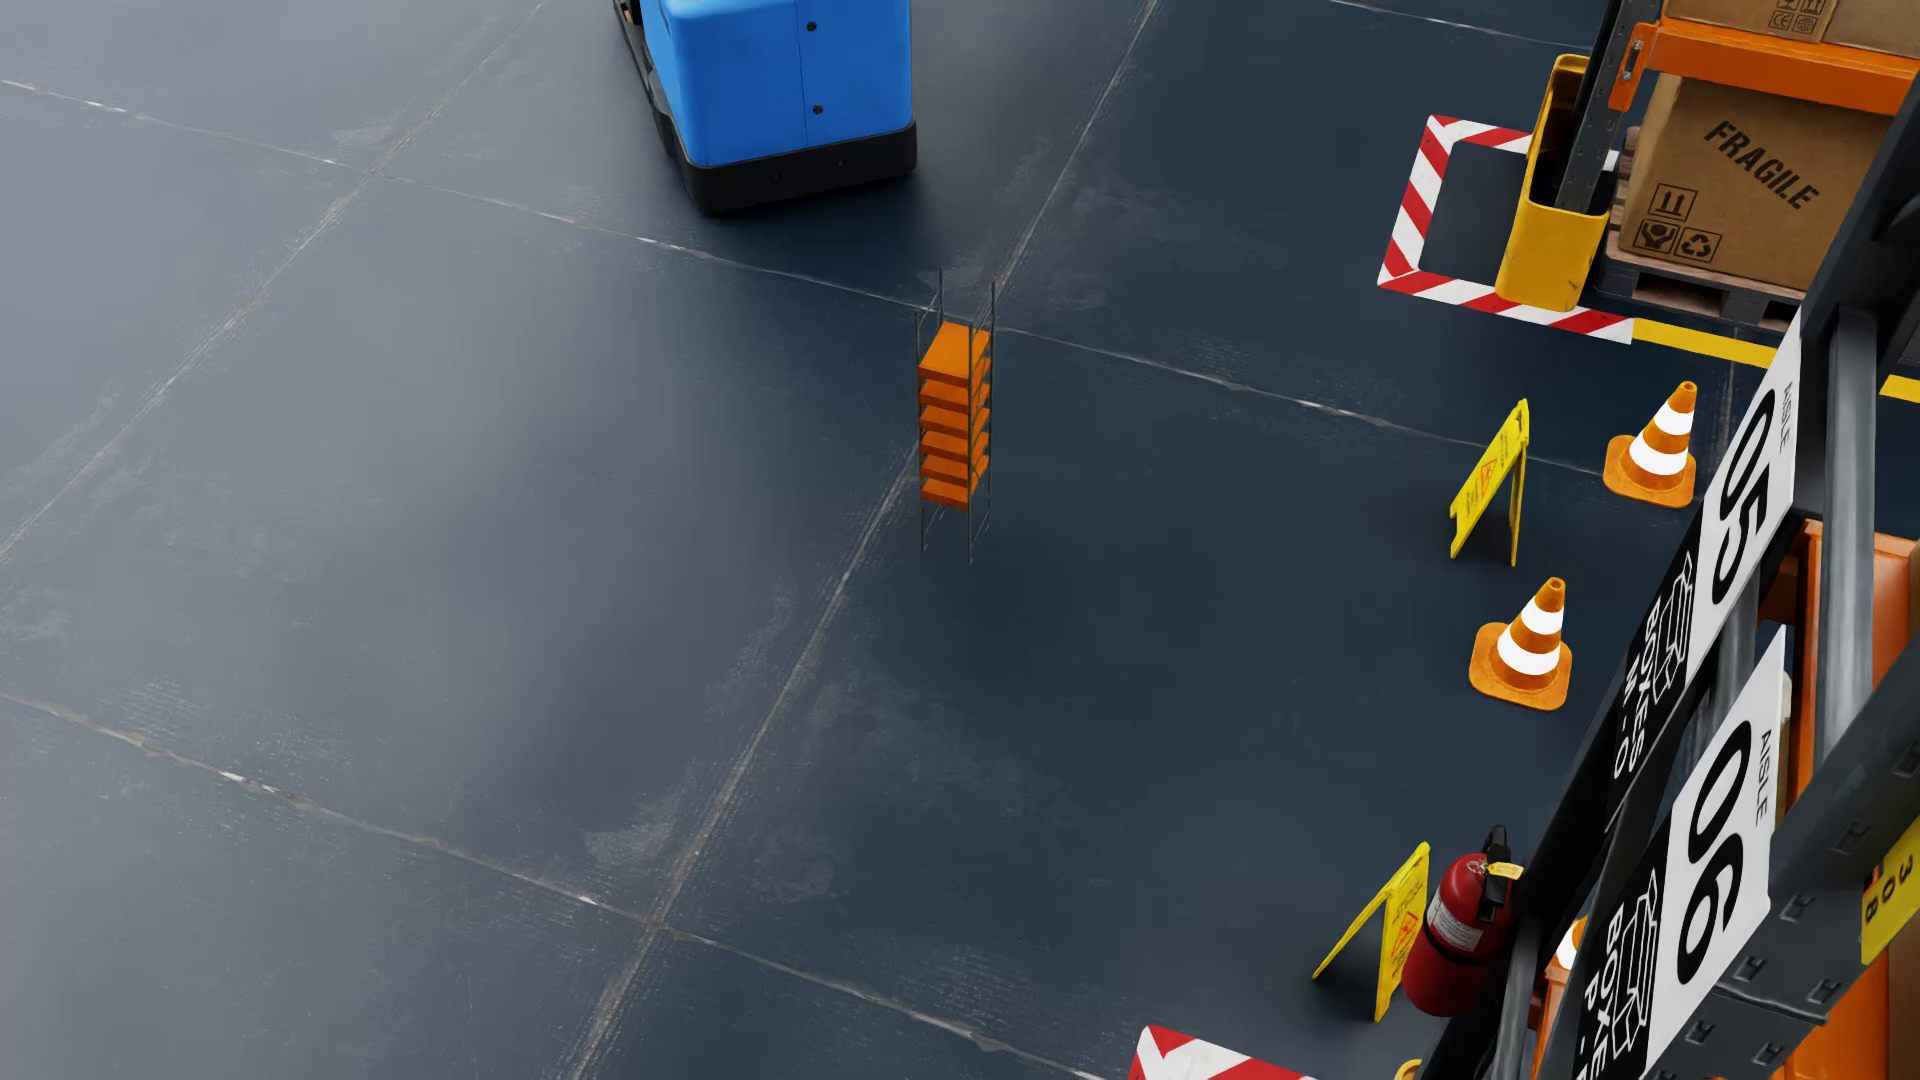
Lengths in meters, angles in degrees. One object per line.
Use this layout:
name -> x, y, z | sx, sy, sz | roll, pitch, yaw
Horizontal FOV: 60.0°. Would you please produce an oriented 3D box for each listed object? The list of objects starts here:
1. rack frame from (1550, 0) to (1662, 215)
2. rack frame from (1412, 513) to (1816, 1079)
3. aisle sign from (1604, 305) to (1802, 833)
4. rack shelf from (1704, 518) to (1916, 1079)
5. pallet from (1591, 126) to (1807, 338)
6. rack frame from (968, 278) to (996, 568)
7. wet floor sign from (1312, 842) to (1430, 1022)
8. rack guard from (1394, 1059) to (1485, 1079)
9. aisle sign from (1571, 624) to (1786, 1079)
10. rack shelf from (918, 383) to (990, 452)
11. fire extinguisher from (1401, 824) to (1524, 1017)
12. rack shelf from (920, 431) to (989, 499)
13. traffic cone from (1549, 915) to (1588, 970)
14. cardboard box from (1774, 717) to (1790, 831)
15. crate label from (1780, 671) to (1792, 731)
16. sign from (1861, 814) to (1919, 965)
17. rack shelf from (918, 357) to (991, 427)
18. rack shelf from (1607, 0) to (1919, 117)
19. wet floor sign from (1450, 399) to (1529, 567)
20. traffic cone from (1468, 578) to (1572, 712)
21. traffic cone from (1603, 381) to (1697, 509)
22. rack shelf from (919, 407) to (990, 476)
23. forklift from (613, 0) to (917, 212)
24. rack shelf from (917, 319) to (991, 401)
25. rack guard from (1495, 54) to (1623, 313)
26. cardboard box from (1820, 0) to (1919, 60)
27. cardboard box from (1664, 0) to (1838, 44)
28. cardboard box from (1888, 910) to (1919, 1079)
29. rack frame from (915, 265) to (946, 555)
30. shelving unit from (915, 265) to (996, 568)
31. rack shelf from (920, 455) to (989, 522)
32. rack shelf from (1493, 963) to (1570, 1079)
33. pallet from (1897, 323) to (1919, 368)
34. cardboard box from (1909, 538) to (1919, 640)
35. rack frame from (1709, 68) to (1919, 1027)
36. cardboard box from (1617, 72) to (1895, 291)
rack frame -> 2.678, -2.391, 6.338 | 0.127, 3.000, 1.000 | 16, 51, 13
rack frame -> 1.058, 1.144, 3.274 | 0.127, 3.000, 1.000 | 16, 51, 13
aisle sign -> 1.100, 0.071, 2.483 | 0.004, 0.787, 0.394 | 16, 51, 13
rack shelf -> 2.934, 0.921, 1.958 | 4.000, 0.370, 1.077 | 16, 51, 13
pallet -> 3.456, -1.324, 7.258 | 1.213, 0.211, 1.003 | 16, 51, 13
rack frame -> 0.072, -0.373, 5.779 | 0.006, 1.200, 0.240 | 16, 51, 13
wet floor sign -> 1.250, 1.107, 4.864 | 0.232, 0.644, 0.267 | 33, 57, 25
rack guard -> 1.129, 1.983, 4.201 | 0.348, 0.500, 1.175 | 16, 51, 13
aisle sign -> 0.892, 0.496, 2.115 | 0.004, 0.787, 0.394 | 16, 51, 13
rack shelf -> -0.014, -0.446, 5.743 | 0.180, 0.103, 0.258 | 16, 51, 13
fire extinguisher -> 1.110, 0.813, 3.612 | 0.183, 0.674, 0.296 | 16, 51, 13
rack shelf -> -0.014, -0.289, 5.924 | 0.180, 0.103, 0.258 | 16, 51, 13
traffic cone -> 1.908, 1.173, 4.927 | 0.334, 0.463, 0.336 | 16, 51, 13
cardboard box -> 1.613, 0.665, 2.764 | 0.500, 0.500, 0.700 | 14, 51, 12
crate label -> 2.733, 0.566, 5.669 | 0.298, 0.136, 0.250 | -7, 49, -6
sign -> 0.870, 0.260, 1.476 | 0.005, 0.325, 0.100 | 16, 51, 13
rack shelf -> -0.014, -0.525, 5.652 | 0.180, 0.103, 0.258 | 16, 51, 13
rack shelf -> 4.555, -1.632, 6.155 | 4.000, 0.370, 1.077 | 16, 51, 13
wet floor sign -> 1.965, -0.224, 6.017 | 0.232, 0.644, 0.267 | 8, 50, 7
traffic cone -> 1.974, 0.297, 5.686 | 0.334, 0.463, 0.336 | 16, 51, 13
traffic cone -> 2.684, -0.415, 6.303 | 0.334, 0.463, 0.336 | 16, 51, 13
rack shelf -> -0.014, -0.368, 5.833 | 0.180, 0.103, 0.258 | 16, 51, 13
forklift -> -1.146, -3.563, 7.399 | 1.130, 2.935, 3.031 | -14, 51, -12
rack shelf -> -0.014, -0.603, 5.561 | 0.180, 0.103, 0.258 | 16, 51, 13
rack guard -> 2.656, -1.579, 7.288 | 0.348, 0.500, 1.175 | 16, 51, 13
cardboard box -> 3.566, -2.247, 6.113 | 0.550, 0.550, 0.875 | 16, 51, 13
cardboard box -> 3.042, -2.375, 6.225 | 0.550, 0.550, 0.875 | 16, 51, 13
cardboard box -> 1.256, 0.561, 1.960 | 0.250, 0.149, 0.380 | 16, 51, 13
rack frame -> -0.099, -0.421, 5.821 | 0.006, 1.200, 0.240 | 16, 51, 13
shelving unit -> -0.014, -0.397, 5.800 | 0.189, 1.200, 0.258 | 16, 51, 13
rack shelf -> -0.014, -0.210, 6.015 | 0.180, 0.103, 0.258 | 16, 51, 13
rack shelf -> 2.934, 1.903, 3.091 | 4.000, 0.370, 1.077 | 16, 51, 13
pallet -> 4.596, -1.003, 6.980 | 1.213, 0.211, 1.003 | 16, 51, 13
cardboard box -> 1.489, 0.139, 2.326 | 0.250, 0.149, 0.380 | 16, 51, 13
rack frame -> 1.058, -0.821, 1.006 | 0.127, 3.000, 1.000 | 16, 51, 13
cardboard box -> 3.337, -1.702, 6.868 | 0.875, 0.875, 0.875 | 16, 51, 13
